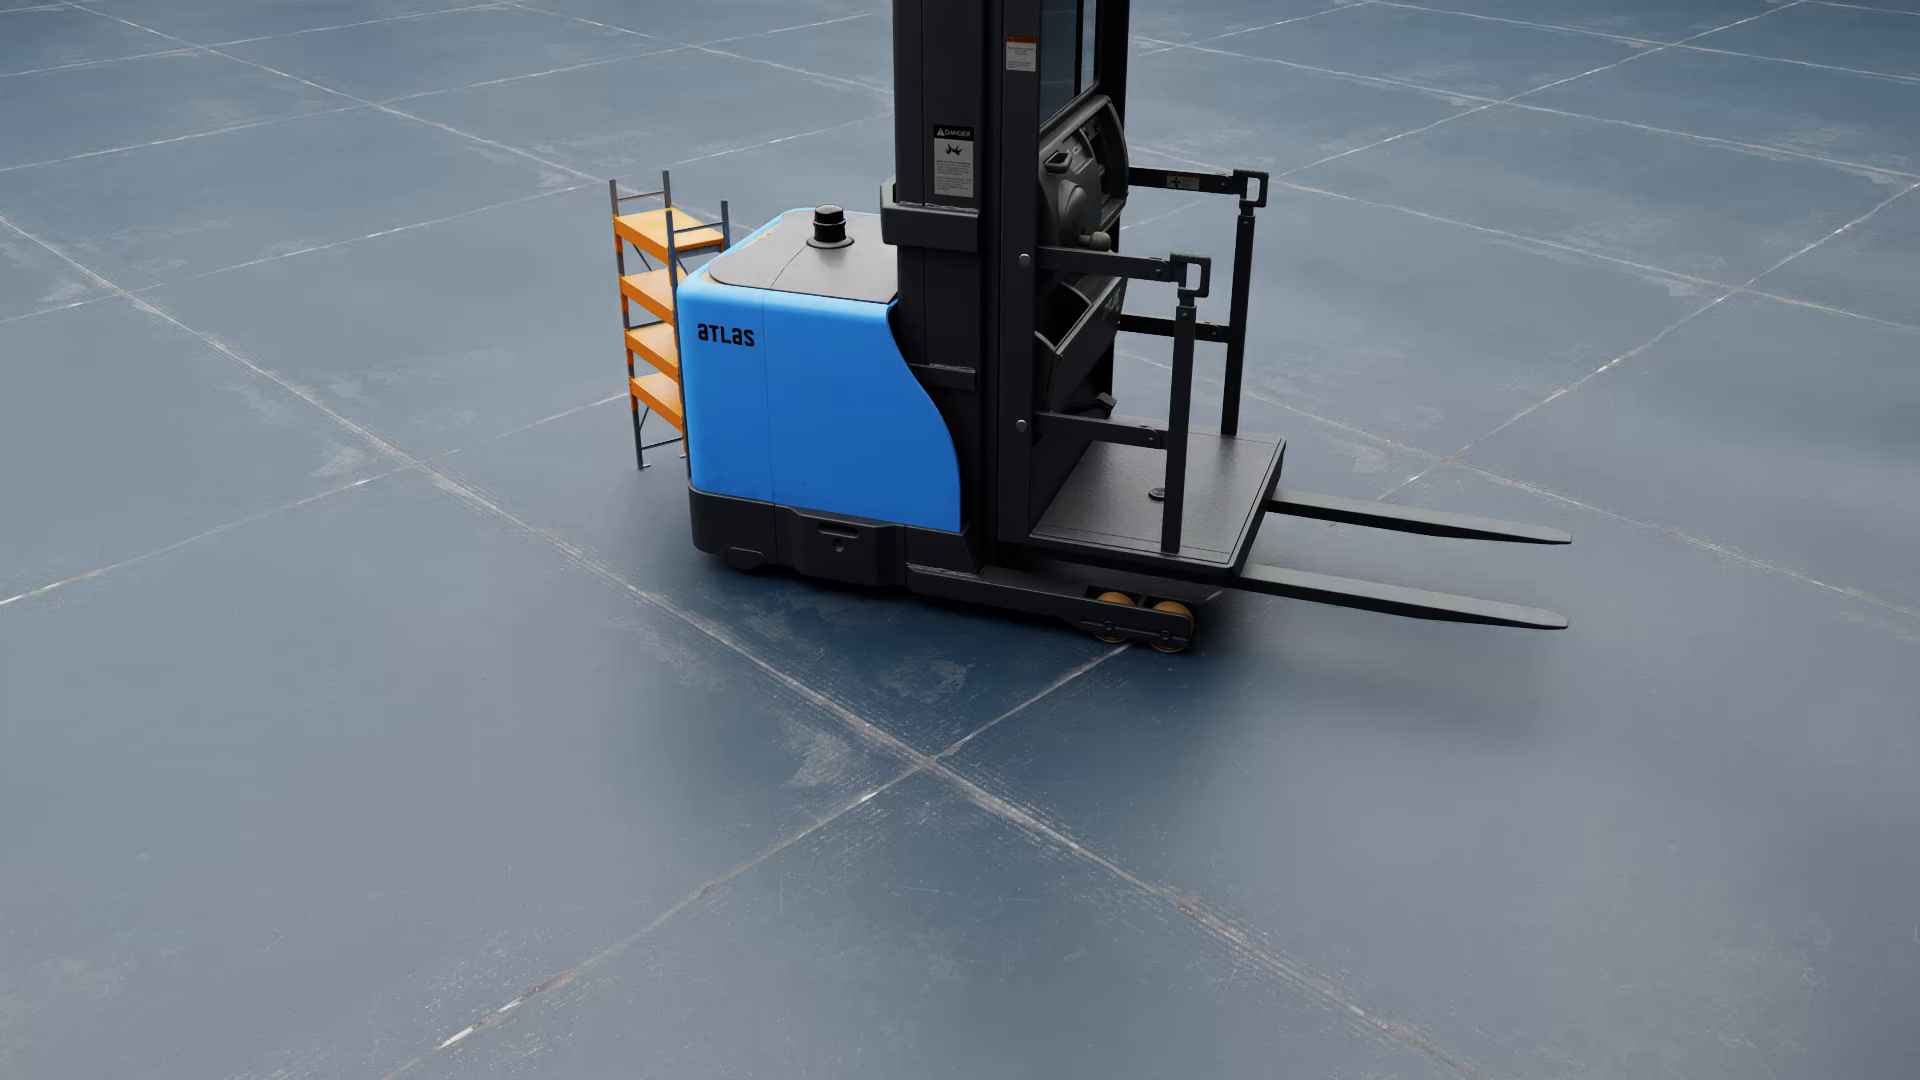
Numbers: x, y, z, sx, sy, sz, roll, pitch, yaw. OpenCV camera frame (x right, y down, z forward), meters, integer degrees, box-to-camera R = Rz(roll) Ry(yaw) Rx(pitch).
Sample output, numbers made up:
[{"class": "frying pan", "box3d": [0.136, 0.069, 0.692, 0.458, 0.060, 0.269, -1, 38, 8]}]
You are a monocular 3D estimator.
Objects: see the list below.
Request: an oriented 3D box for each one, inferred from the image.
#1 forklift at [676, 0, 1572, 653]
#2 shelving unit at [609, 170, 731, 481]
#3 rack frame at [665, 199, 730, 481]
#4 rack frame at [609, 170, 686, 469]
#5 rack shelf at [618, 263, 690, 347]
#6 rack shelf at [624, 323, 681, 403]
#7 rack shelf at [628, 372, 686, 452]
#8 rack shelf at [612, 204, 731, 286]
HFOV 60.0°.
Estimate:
[{"class": "forklift", "box3d": [0.596, -1.201, 5.385, 3.031, 2.935, 1.130, 9, 29, 17]}, {"class": "shelving unit", "box3d": [-1.080, -0.761, 6.408, 0.258, 1.200, 0.503, -18, 32, -30]}, {"class": "rack frame", "box3d": [-0.943, -0.667, 6.230, 0.240, 1.200, 0.015, -18, 32, -30]}, {"class": "rack frame", "box3d": [-1.218, -0.855, 6.587, 0.240, 1.200, 0.015, -18, 32, -30]}, {"class": "rack shelf", "box3d": [-1.080, -0.899, 6.335, 0.258, 0.148, 0.480, -18, 32, -30]}, {"class": "rack shelf", "box3d": [-1.080, -0.701, 6.439, 0.258, 0.148, 0.480, -18, 32, -30]}, {"class": "rack shelf", "box3d": [-1.080, -0.526, 6.532, 0.258, 0.148, 0.480, -18, 32, -30]}, {"class": "rack shelf", "box3d": [-1.080, -1.109, 6.225, 0.258, 0.148, 0.480, -18, 32, -30]}]
